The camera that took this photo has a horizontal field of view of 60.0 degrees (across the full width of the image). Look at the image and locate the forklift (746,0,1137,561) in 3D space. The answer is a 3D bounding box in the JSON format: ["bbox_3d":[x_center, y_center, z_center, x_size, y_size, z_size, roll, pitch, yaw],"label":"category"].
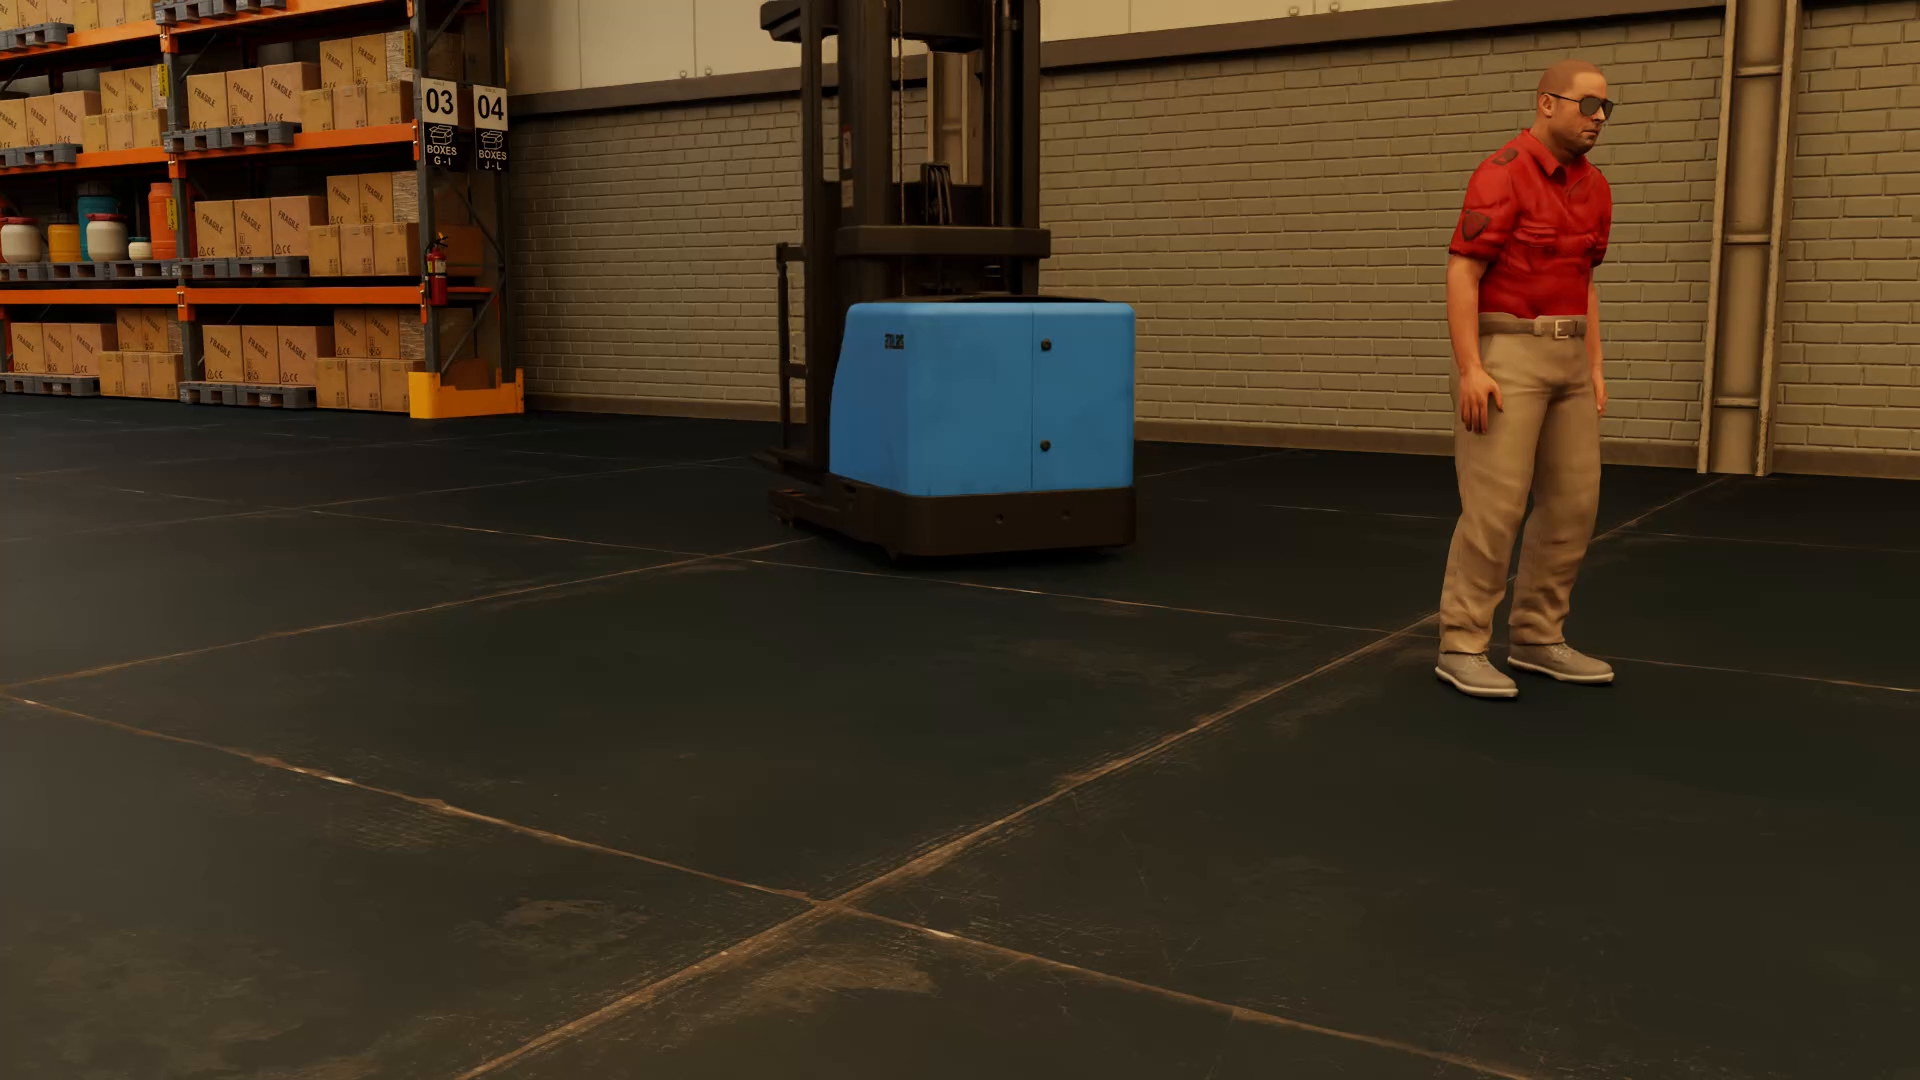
[{"bbox_3d":[-0.300,-1.534,7.982,1.130,2.935,3.031,-3,9,-23],"label":"forklift"}]

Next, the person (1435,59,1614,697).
[{"bbox_3d":[1.608,-0.454,4.666,0.590,1.725,0.398,-5,9,-30],"label":"person"}]
